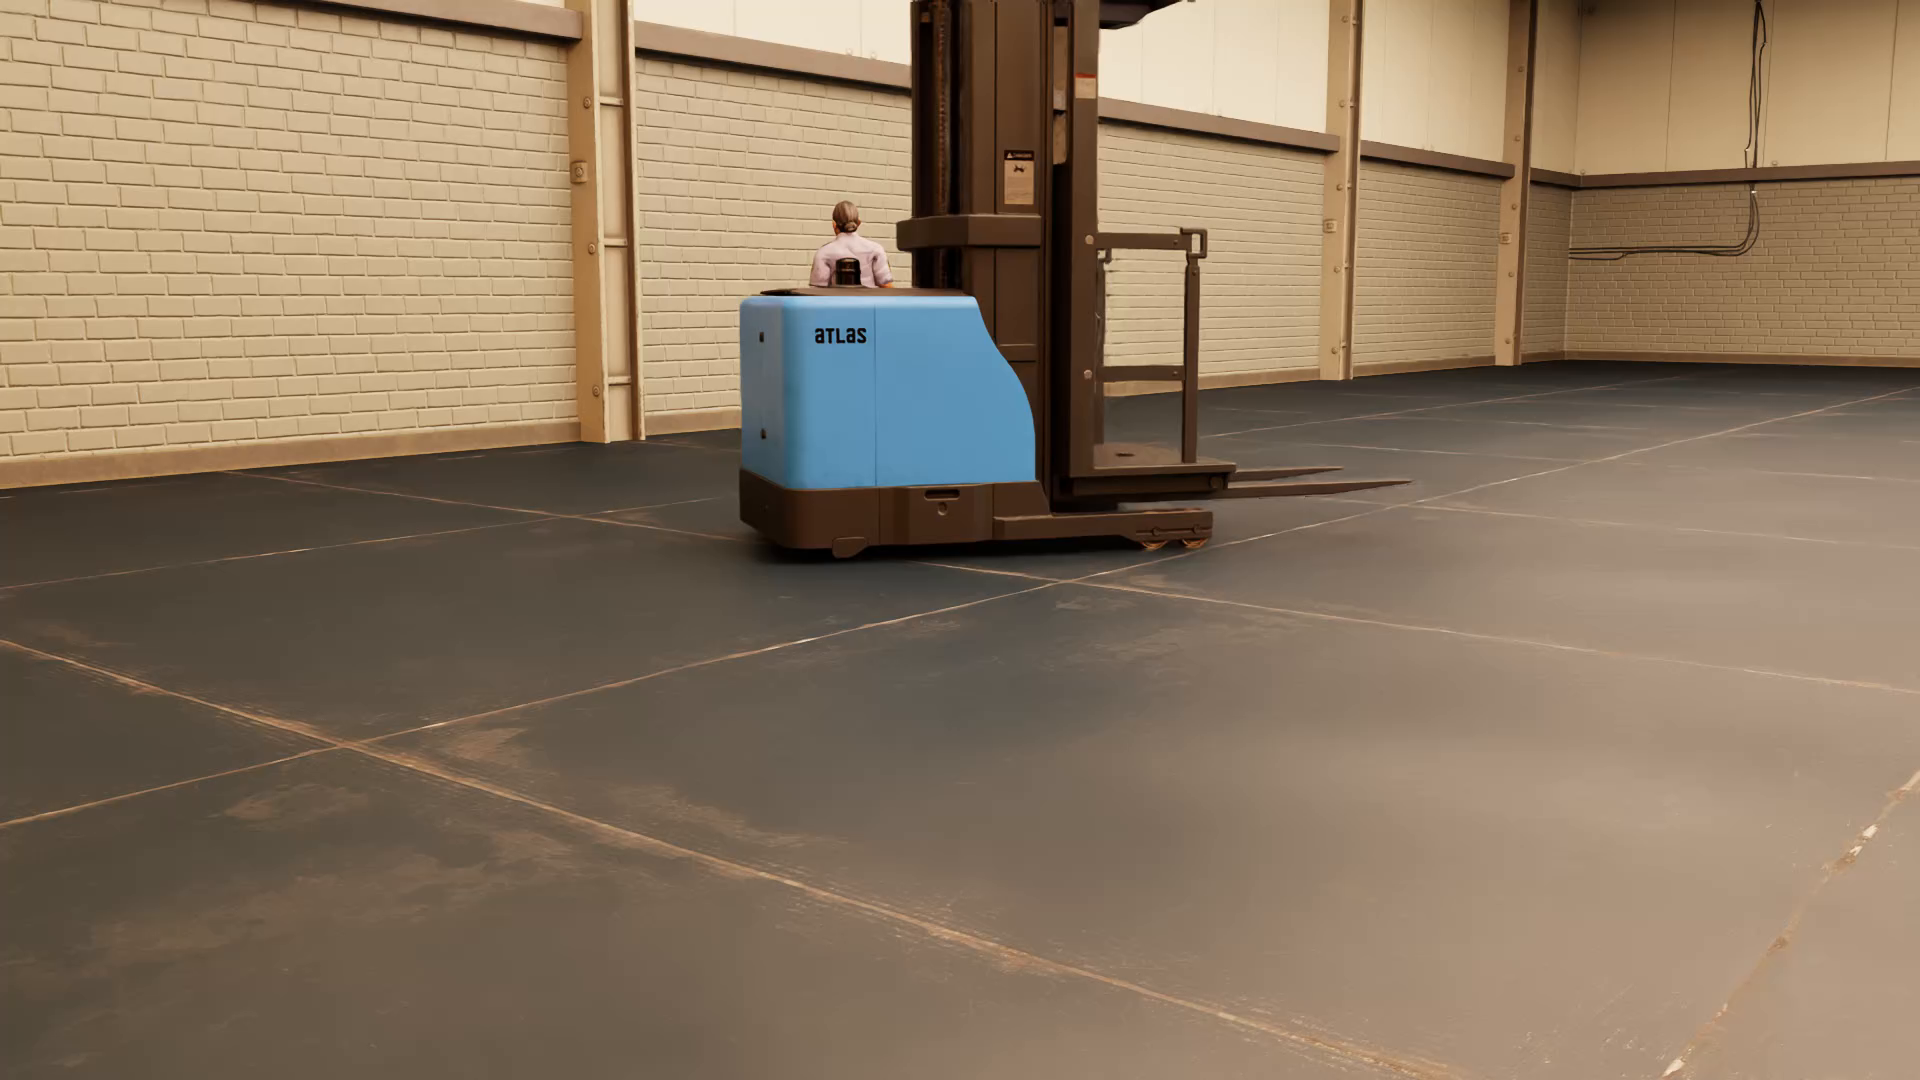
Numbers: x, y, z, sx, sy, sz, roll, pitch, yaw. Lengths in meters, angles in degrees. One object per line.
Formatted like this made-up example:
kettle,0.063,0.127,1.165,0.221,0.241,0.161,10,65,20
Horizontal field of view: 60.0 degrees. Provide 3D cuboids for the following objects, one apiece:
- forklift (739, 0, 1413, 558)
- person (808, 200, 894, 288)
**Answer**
forklift,0.577,-1.480,7.399,3.031,2.935,1.130,-3,9,-19
person,-0.680,-1.274,10.409,0.580,1.658,0.484,-2,8,-11
